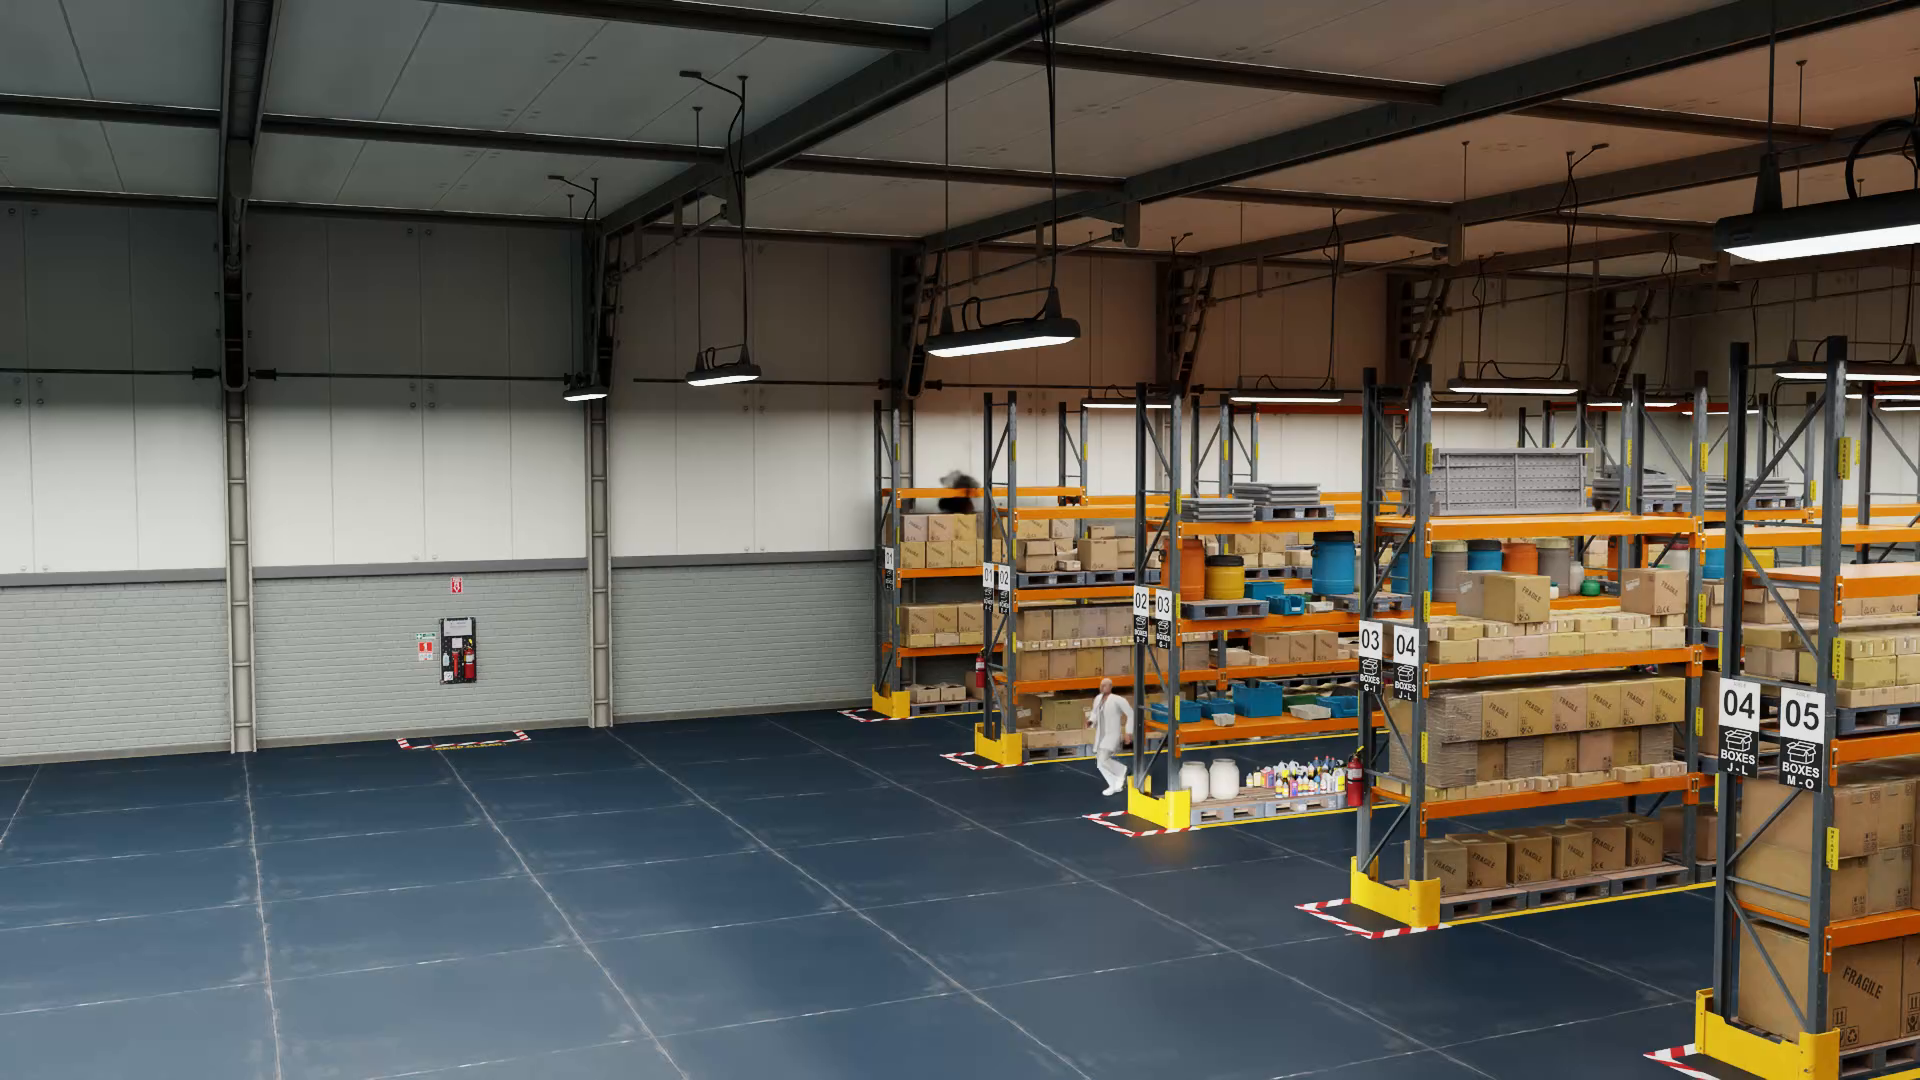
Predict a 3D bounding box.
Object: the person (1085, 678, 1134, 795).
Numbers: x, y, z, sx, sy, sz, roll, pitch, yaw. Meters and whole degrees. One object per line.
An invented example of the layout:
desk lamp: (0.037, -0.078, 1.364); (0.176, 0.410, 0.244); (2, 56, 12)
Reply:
person: (2.154, 2.889, 24.392); (0.665, 1.725, 0.713); (-3, 4, -41)
